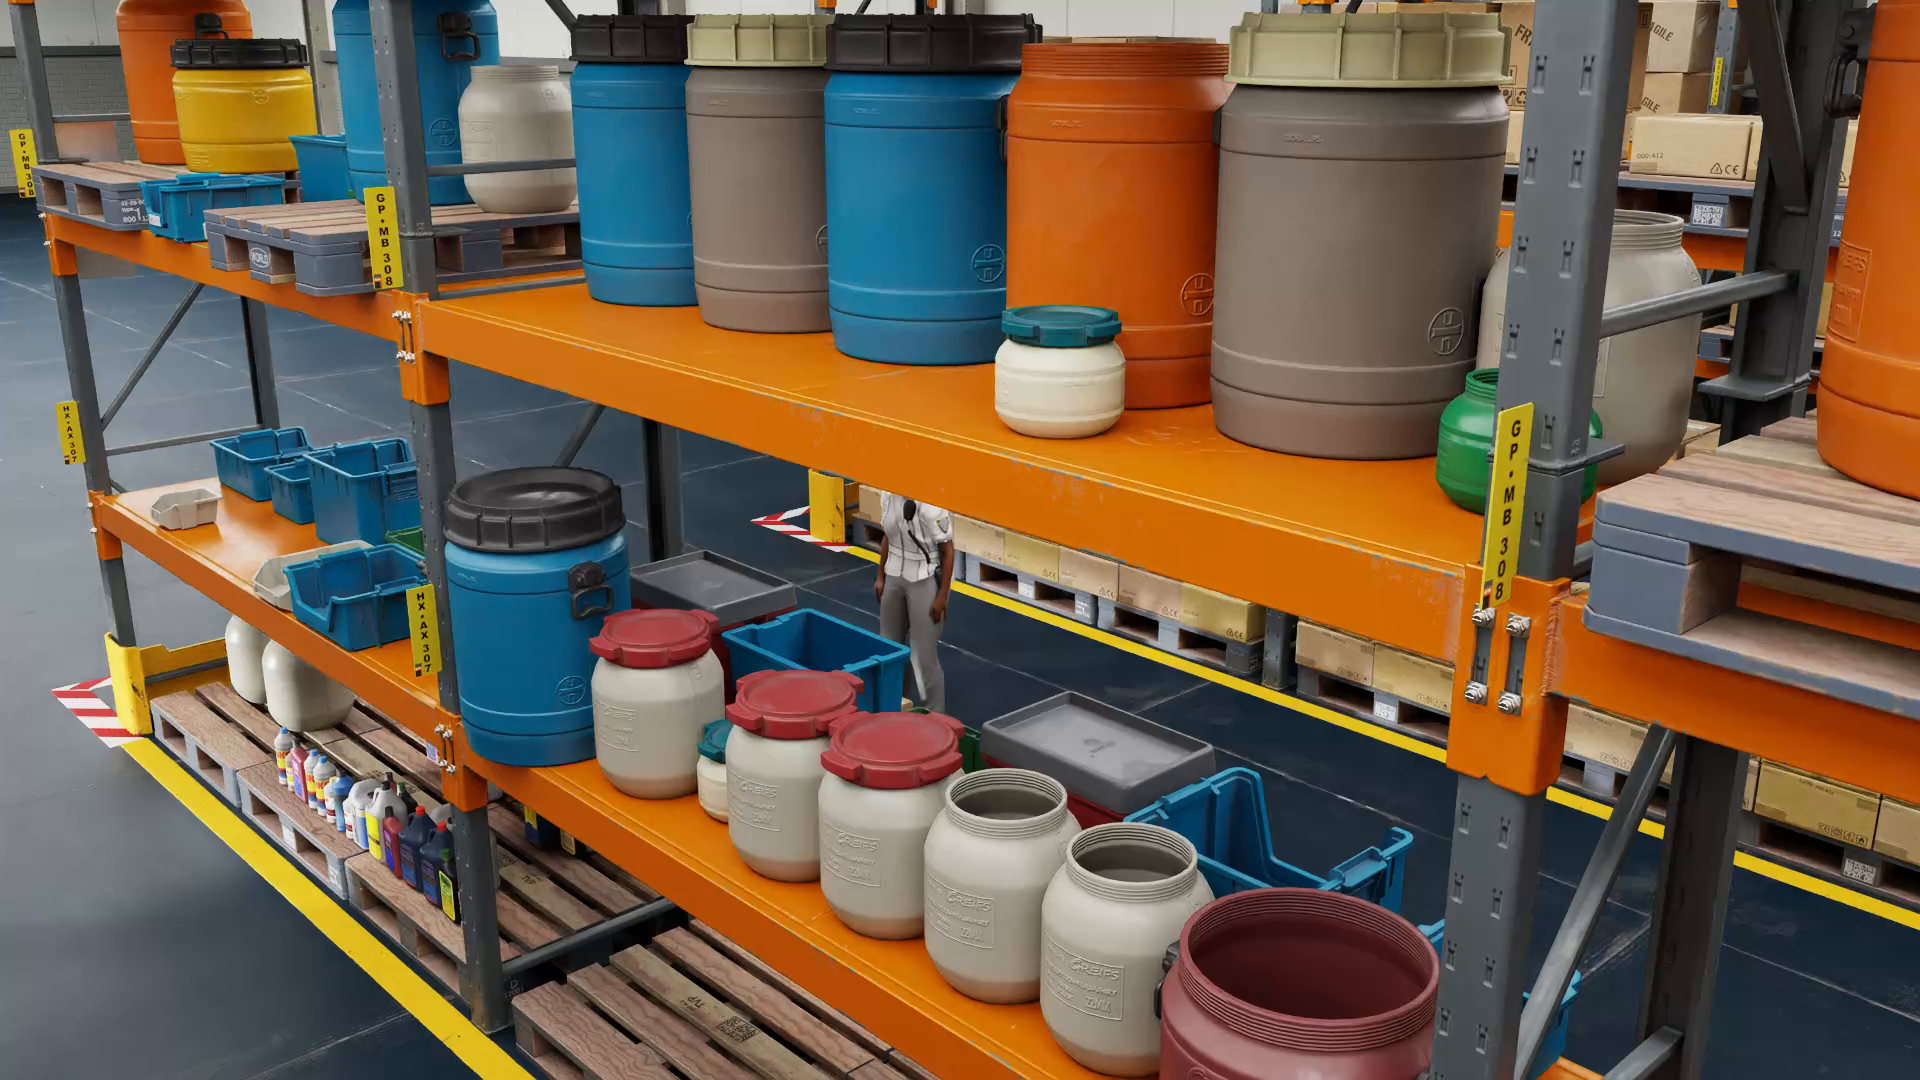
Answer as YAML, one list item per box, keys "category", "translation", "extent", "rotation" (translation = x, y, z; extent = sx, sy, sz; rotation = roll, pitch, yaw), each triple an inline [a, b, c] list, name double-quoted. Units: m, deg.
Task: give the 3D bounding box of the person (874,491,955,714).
- category: "person"
  translation: [-0.257, 0.246, 8.766]
  extent: [0.529, 1.659, 0.398]
  rotation: [16, 23, 41]
